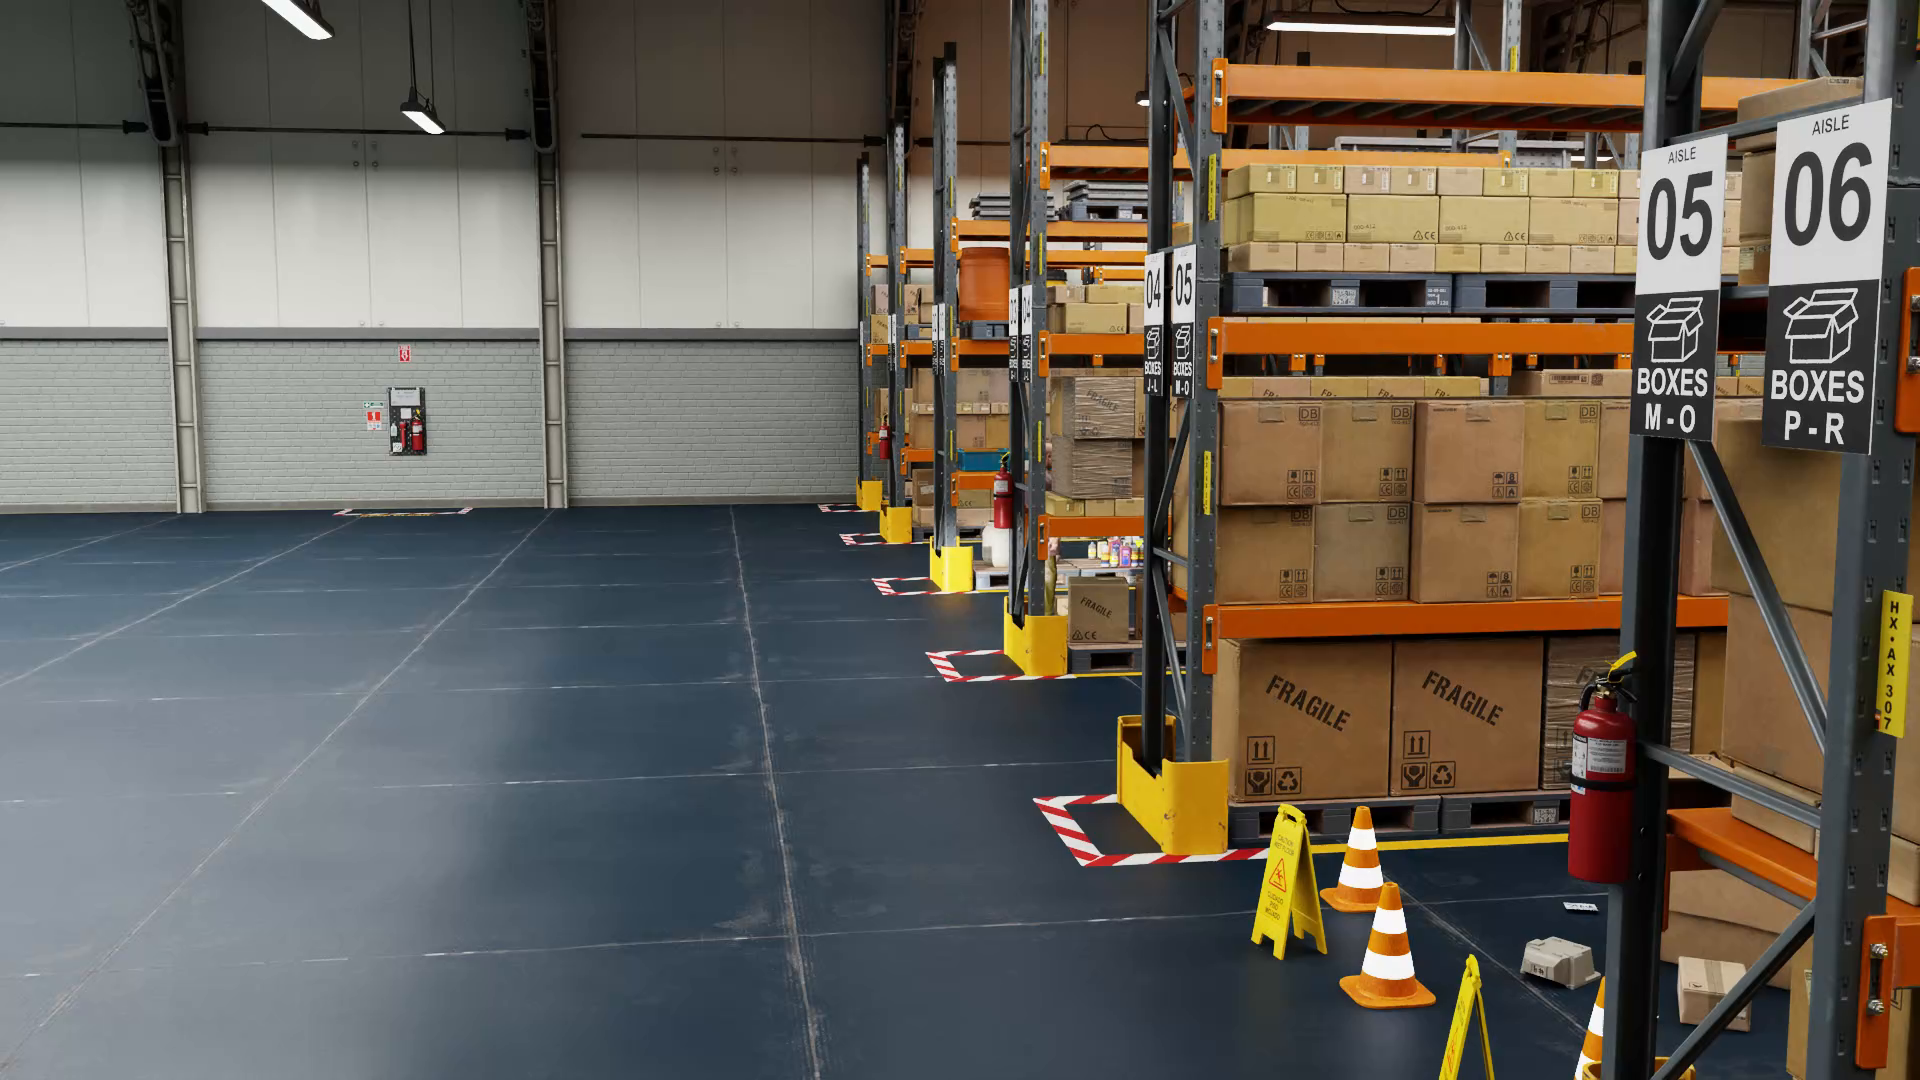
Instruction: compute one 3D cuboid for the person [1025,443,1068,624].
[{"bbox_3d":[0.825,-0.064,16.350,0.424,1.774,0.643,-1,6,-8],"label":"person"}]
